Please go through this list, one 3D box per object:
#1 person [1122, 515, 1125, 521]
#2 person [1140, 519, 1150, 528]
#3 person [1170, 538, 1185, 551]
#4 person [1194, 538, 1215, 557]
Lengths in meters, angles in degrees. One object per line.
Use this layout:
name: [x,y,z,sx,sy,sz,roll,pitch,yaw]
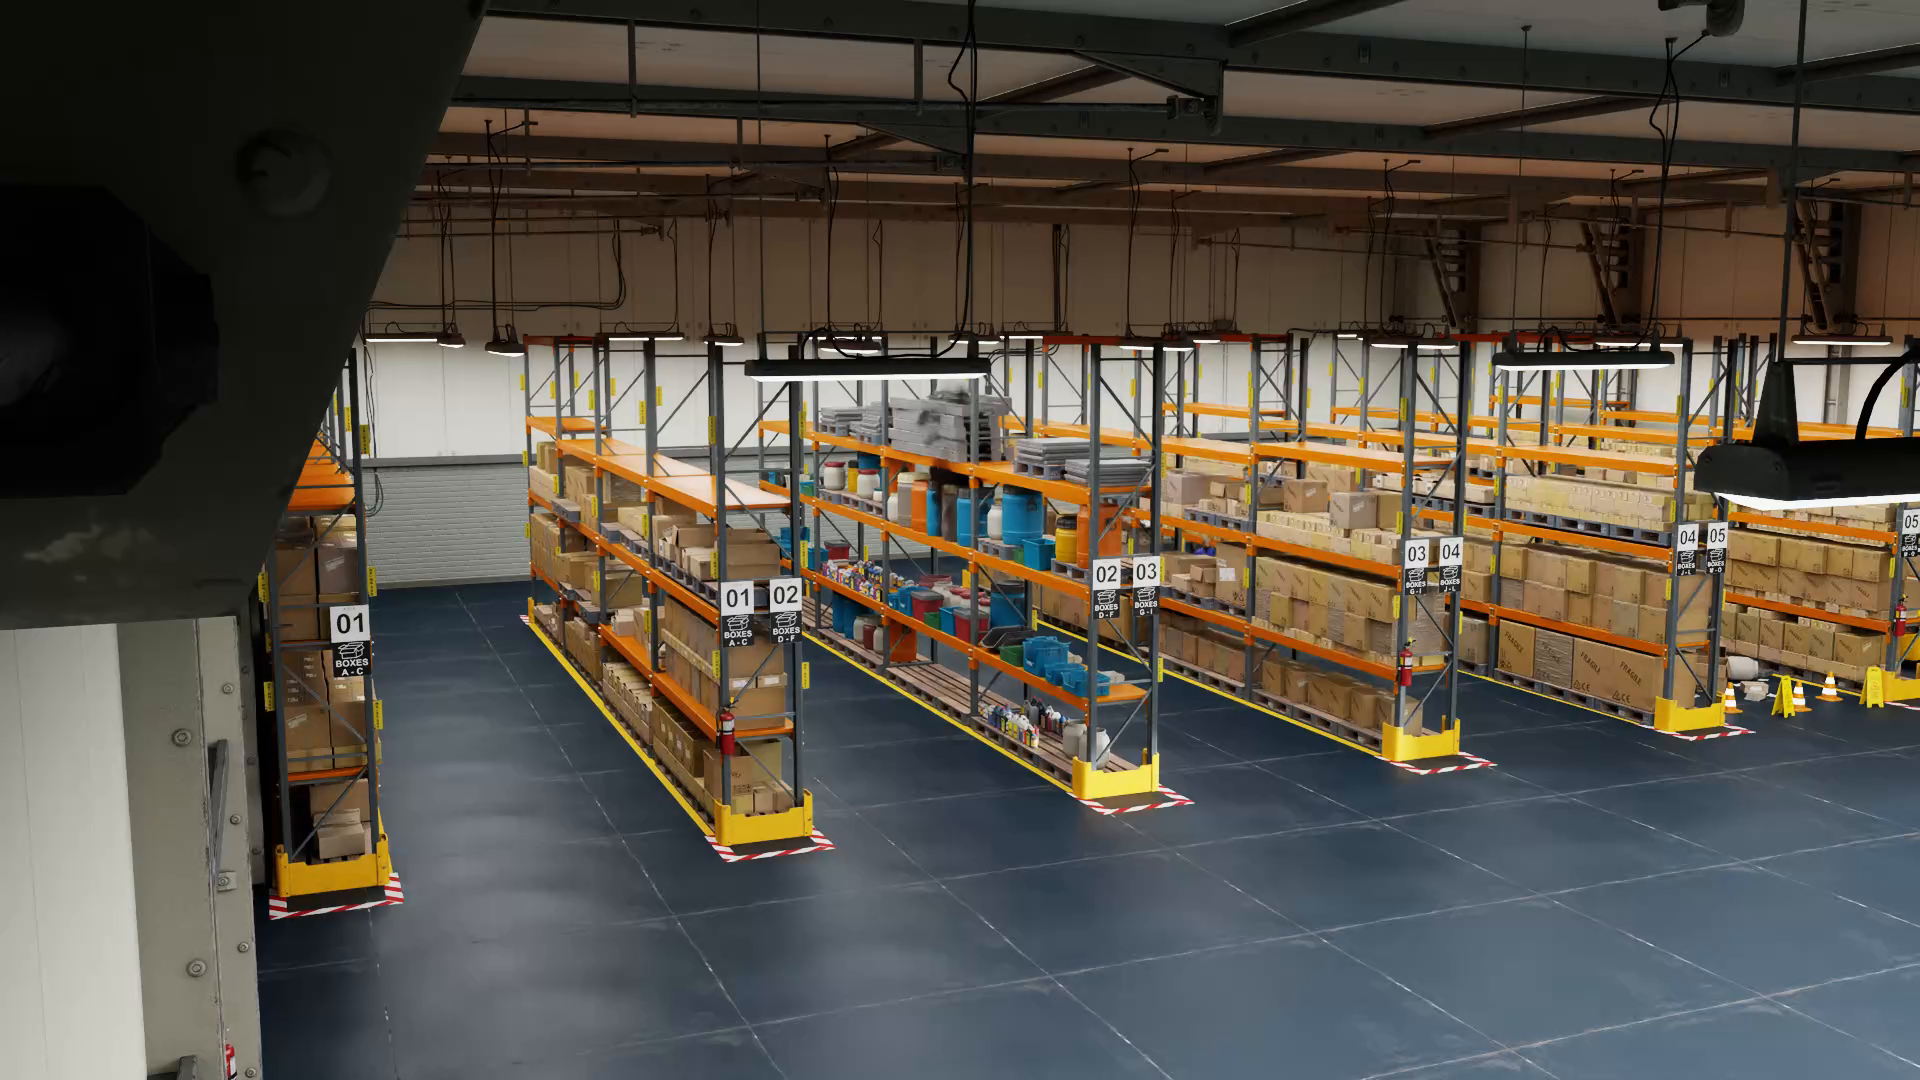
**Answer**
person: [3.665,0.195,39.876,0.779,1.678,0.562,0,8,1]
person: [4.507,0.036,41.176,0.596,1.647,0.676,-6,10,-40]
person: [5.494,-0.008,41.716,0.812,1.584,0.551,3,8,18]
person: [5.273,0.743,36.248,0.556,1.604,0.793,-4,8,-26]
